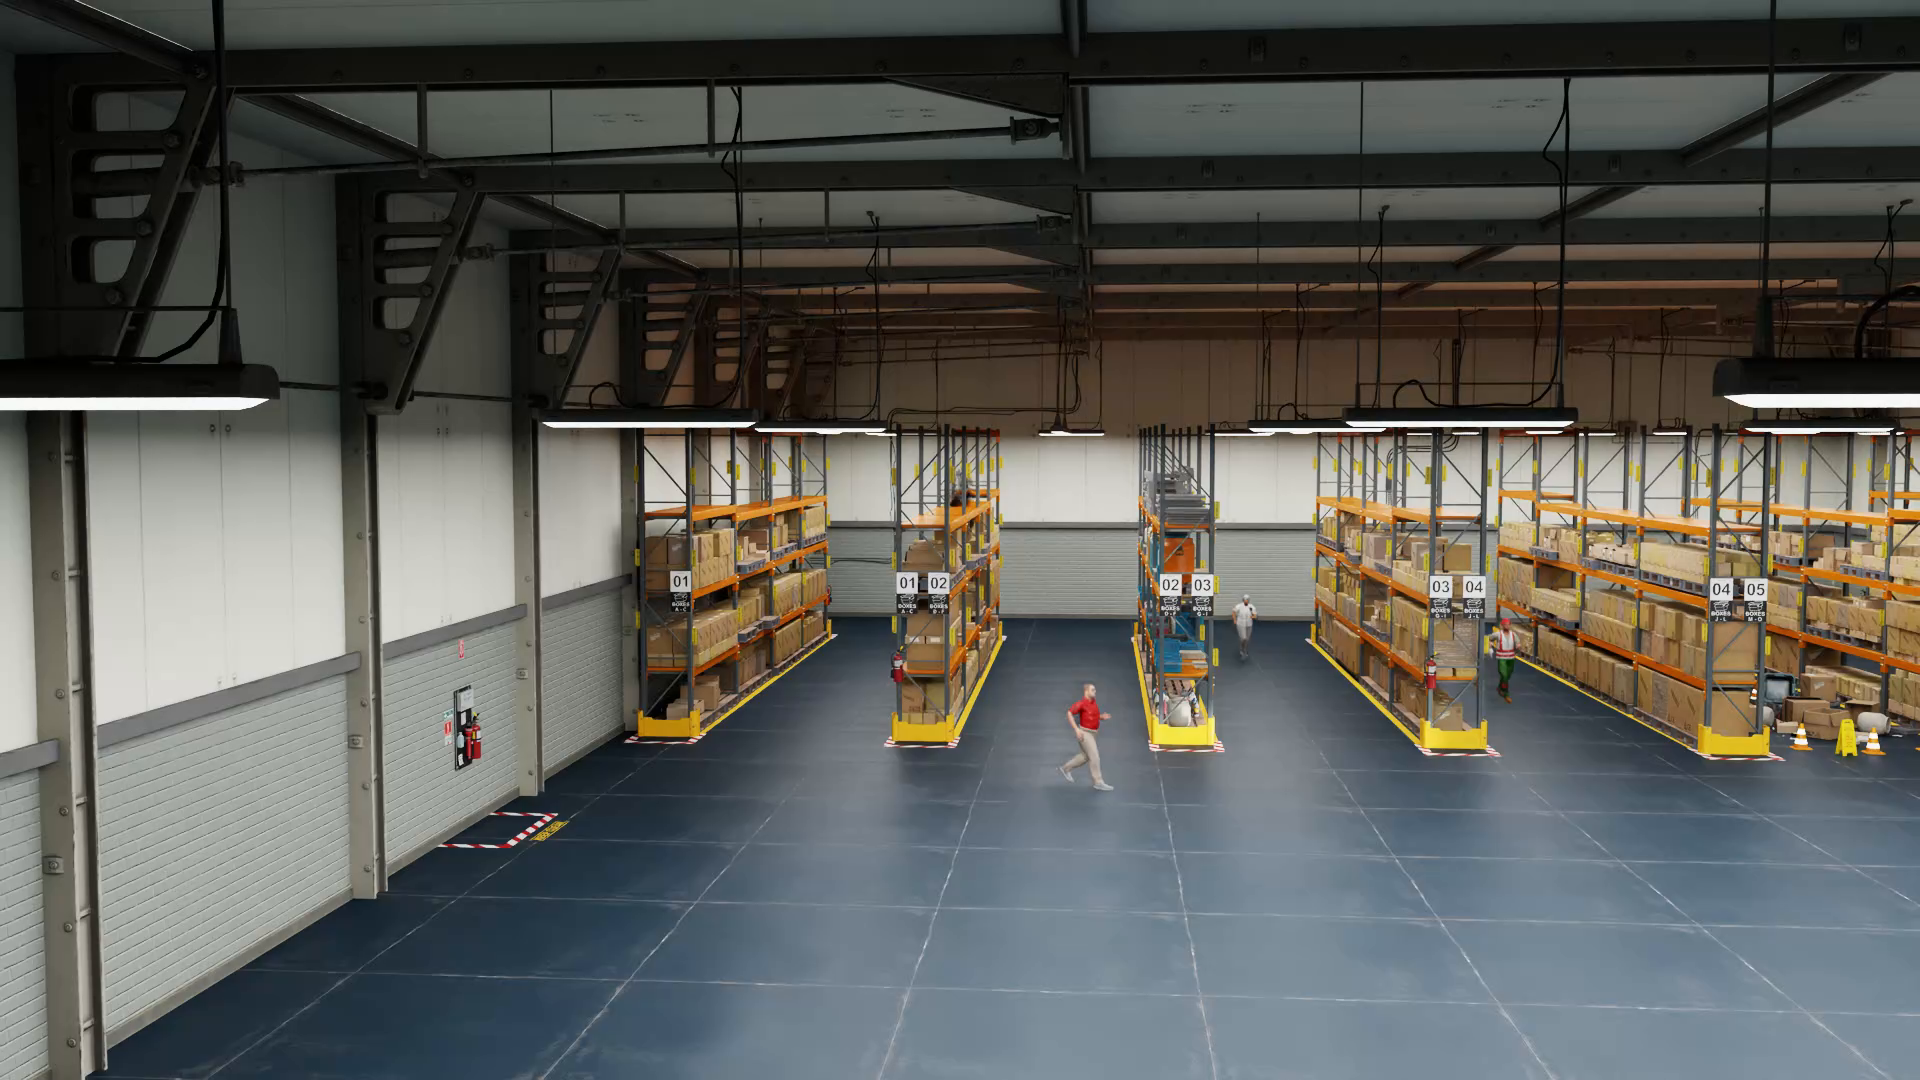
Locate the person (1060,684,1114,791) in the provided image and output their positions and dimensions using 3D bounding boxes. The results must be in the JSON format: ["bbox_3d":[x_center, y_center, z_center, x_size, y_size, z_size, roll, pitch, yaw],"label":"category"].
[{"bbox_3d":[2.051,3.189,27.097,0.971,1.712,0.663,2,4,26],"label":"person"}]

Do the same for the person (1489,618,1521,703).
[{"bbox_3d":[11.868,2.593,36.187,0.658,1.785,0.983,0,3,-6],"label":"person"}]

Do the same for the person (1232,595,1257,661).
[{"bbox_3d":[7.406,2.273,43.188,0.570,1.723,0.822,-1,4,-8],"label":"person"}]

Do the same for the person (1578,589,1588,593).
[{"bbox_3d":[16.937,2.140,45.204,0.639,1.668,0.661,0,3,-3],"label":"person"}]

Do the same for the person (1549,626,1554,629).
[{"bbox_3d":[16.915,1.997,47.083,0.884,1.685,0.559,0,3,-1],"label":"person"}]
